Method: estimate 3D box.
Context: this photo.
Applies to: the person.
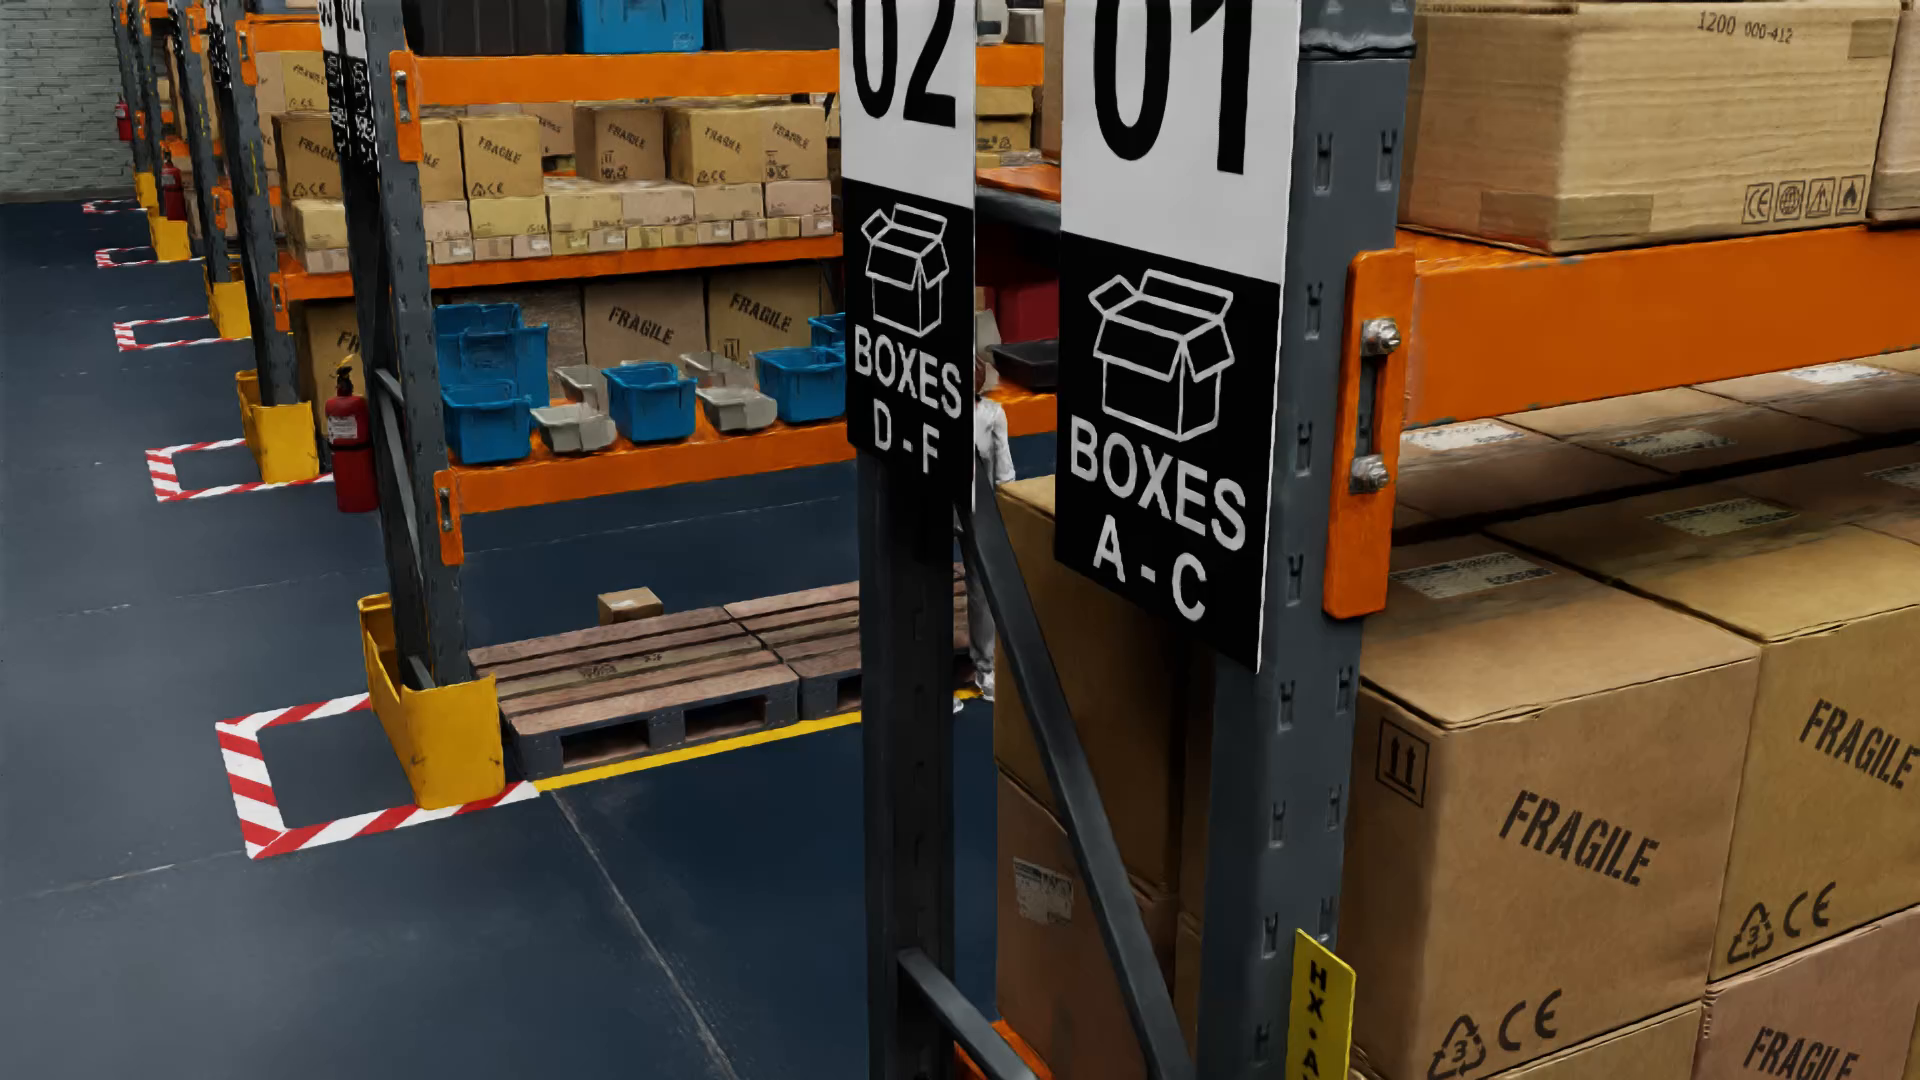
[{"bbox_3d":[0.017,-0.047,7.149,0.450,1.600,0.455,0,19,0],"label":"person"}]
